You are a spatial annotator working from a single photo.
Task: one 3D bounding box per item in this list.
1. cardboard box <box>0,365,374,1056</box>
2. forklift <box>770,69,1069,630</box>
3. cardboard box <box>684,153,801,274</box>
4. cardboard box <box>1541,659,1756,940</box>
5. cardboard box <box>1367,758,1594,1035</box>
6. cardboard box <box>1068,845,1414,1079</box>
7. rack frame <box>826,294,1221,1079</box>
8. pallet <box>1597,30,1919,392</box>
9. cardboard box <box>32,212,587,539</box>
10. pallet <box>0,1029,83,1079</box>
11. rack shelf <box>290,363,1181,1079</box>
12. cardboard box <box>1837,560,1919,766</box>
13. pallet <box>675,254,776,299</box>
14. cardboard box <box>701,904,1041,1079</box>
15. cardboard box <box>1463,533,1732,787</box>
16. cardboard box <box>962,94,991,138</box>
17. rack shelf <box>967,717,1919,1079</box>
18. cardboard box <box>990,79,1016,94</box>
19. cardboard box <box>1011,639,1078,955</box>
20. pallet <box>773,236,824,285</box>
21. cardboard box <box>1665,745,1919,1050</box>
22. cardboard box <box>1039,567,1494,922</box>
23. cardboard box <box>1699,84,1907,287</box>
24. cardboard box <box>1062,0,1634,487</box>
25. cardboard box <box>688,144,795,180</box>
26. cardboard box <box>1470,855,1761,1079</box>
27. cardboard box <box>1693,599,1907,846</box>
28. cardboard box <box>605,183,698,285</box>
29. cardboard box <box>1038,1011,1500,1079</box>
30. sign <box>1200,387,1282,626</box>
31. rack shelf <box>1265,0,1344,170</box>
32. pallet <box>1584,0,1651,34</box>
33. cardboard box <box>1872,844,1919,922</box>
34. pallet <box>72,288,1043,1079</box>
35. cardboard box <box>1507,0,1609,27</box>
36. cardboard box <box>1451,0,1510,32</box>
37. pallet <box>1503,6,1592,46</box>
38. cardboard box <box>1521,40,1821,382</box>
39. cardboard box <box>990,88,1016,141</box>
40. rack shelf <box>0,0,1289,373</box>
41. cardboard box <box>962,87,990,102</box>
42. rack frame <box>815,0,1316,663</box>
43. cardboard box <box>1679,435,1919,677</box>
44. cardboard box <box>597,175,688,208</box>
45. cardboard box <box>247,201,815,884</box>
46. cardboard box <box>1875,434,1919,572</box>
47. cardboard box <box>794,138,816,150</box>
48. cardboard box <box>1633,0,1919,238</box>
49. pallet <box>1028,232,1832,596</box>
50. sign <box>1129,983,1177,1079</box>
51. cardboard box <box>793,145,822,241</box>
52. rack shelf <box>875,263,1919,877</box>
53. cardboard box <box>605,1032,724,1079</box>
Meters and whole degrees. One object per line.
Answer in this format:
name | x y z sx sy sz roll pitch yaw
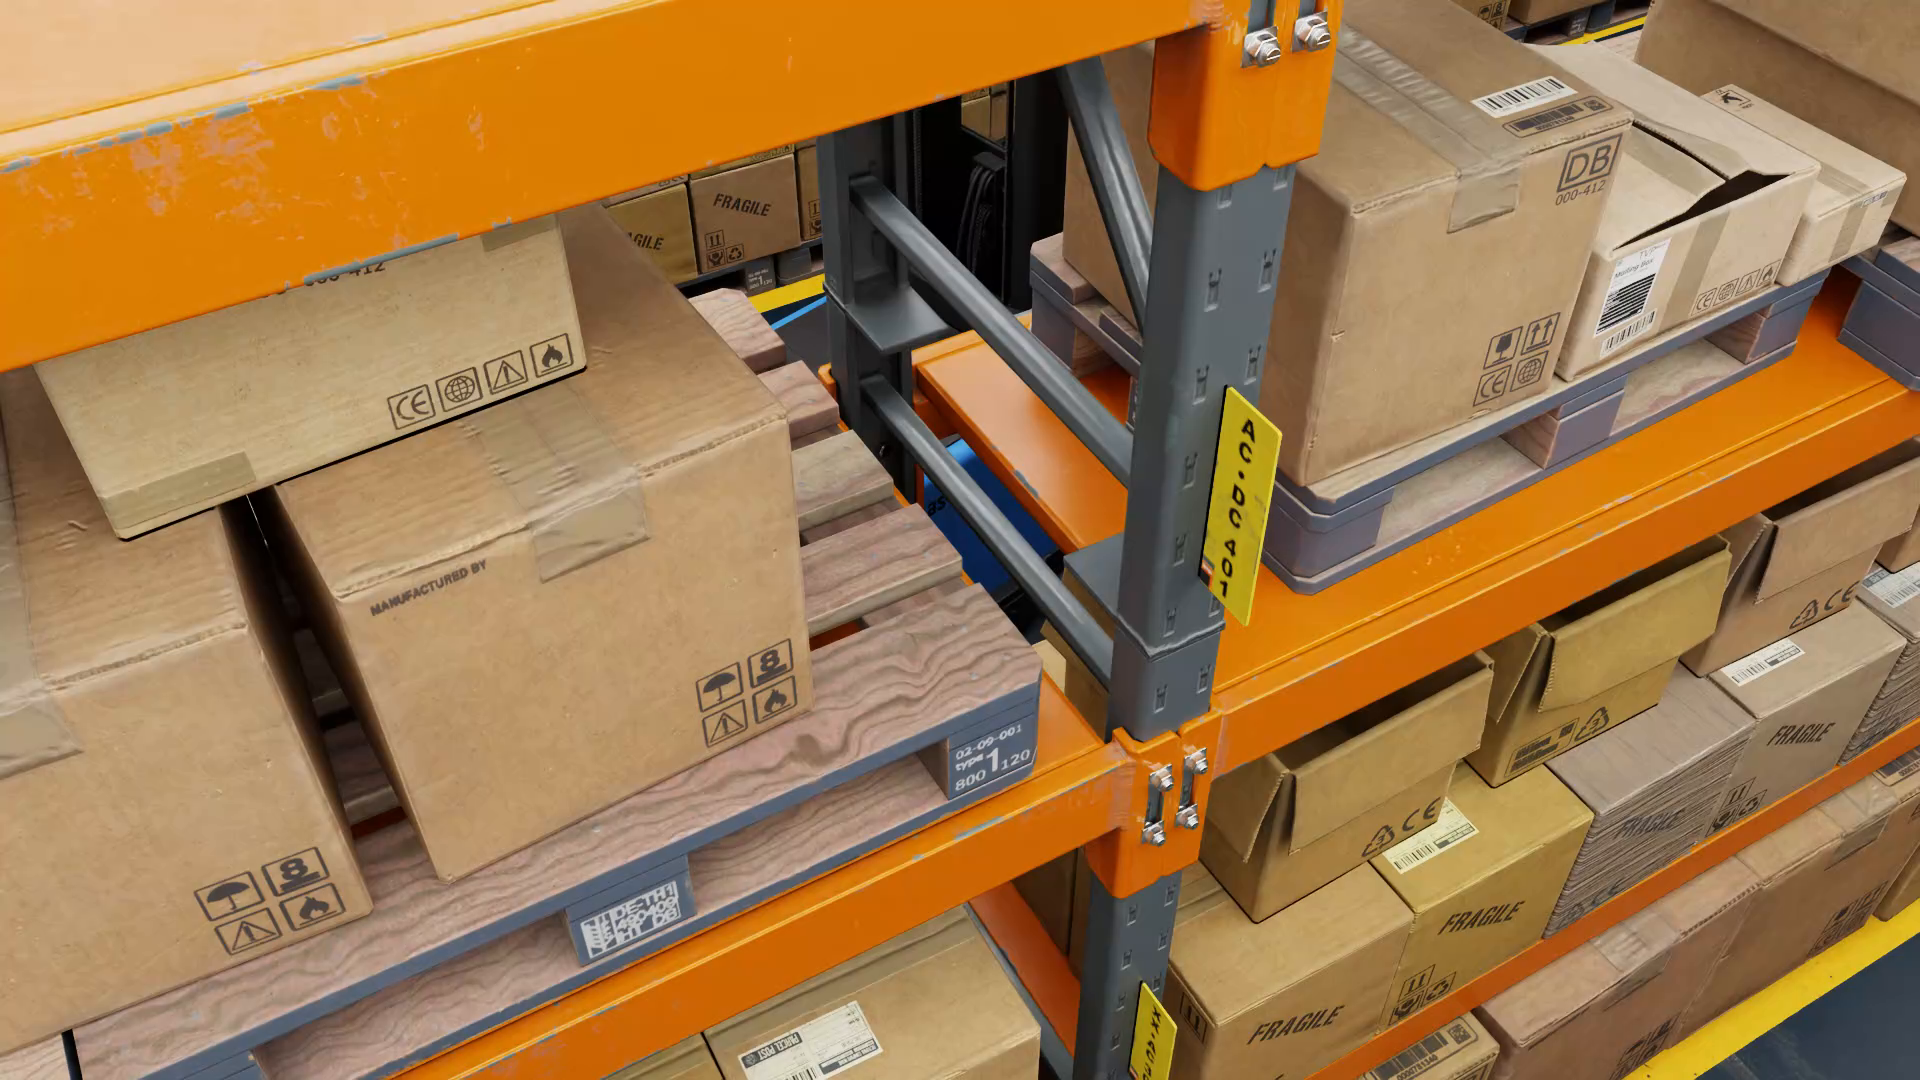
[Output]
cardboard box | -1.052 0.113 1.880 0.500 0.500 0.700 -19 47 -19
forklift | 0.450 -1.352 6.039 3.031 2.935 1.130 -34 53 -30
cardboard box | -1.087 -1.644 7.784 0.500 0.500 0.500 -20 48 -19
cardboard box | 1.458 0.528 3.981 0.500 0.500 0.500 -23 49 -22
cardboard box | 1.024 0.701 3.802 0.500 0.500 0.500 -22 48 -21
cardboard box | 0.589 0.876 3.622 0.500 0.500 0.500 -22 48 -21
rack frame | 0.065 0.921 3.648 0.127 3.000 1.000 -22 48 -21
pallet | 2.033 -0.831 3.434 1.213 0.211 1.003 -20 47 -19
cardboard box | -0.753 -0.325 1.794 0.500 0.250 0.500 -25 49 -23
pallet | -1.706 0.574 1.915 1.213 0.211 1.003 -22 48 -21
rack shelf | -1.669 0.796 2.139 4.000 0.370 1.077 -22 48 -21
cardboard box | 2.345 0.169 4.350 0.500 0.500 0.500 -23 49 -22
pallet | -1.644 -1.380 8.020 1.213 0.211 1.003 -22 48 -21
cardboard box | -0.200 0.919 3.004 0.500 0.500 0.500 -20 48 -20
cardboard box | 1.216 0.067 3.735 0.637 0.503 0.797 -21 48 -21
cardboard box | -0.193 -1.994 8.144 0.500 0.500 0.500 -24 49 -23
rack shelf | 1.799 0.485 4.613 4.000 0.370 1.077 -22 48 -21
cardboard box | 0.255 -2.443 8.068 0.500 0.250 0.500 -21 48 -20
cardboard box | 0.335 0.557 3.950 0.500 0.500 0.500 -22 48 -21
pallet | -0.585 -1.806 8.459 1.213 0.211 1.003 -22 48 -21
cardboard box | 2.148 0.676 5.124 0.875 0.875 1.225 -22 48 -21
cardboard box | 0.615 0.298 3.497 0.637 0.503 0.797 -23 49 -22
cardboard box | 1.431 -0.642 2.983 0.250 0.149 0.380 -24 49 -23
cardboard box | 0.563 -0.550 2.636 0.500 0.500 0.700 -21 48 -20
cardboard box | -1.085 -1.916 7.525 0.500 0.250 0.500 -21 48 -20
cardboard box | 1.385 0.988 4.803 0.875 0.875 1.225 -23 49 -22
cardboard box | 1.904 0.345 4.169 0.500 0.500 0.500 -21 48 -20
cardboard box | -1.545 -1.460 7.593 0.500 0.500 0.500 -20 48 -19
cardboard box | 0.610 1.298 4.483 0.875 0.875 1.225 -22 48 -21
sign | 0.343 -0.035 2.051 0.005 0.325 0.100 -22 48 -21
rack shelf | 1.799 -1.525 2.663 4.000 0.370 1.077 -22 48 -21
pallet | 3.987 -3.571 10.278 1.213 0.211 1.003 -22 48 -21
cardboard box | 2.925 0.371 5.438 0.875 0.875 1.225 -24 49 -23
pallet | -0.649 0.153 2.348 1.213 0.211 1.003 -22 48 -21
cardboard box | 3.287 -3.627 9.647 0.750 0.750 1.050 -22 48 -21
cardboard box | 2.479 -3.303 9.314 0.750 0.750 1.050 -21 48 -20
pallet | 2.928 -3.145 9.839 1.213 0.211 1.003 -22 48 -21
cardboard box | 1.061 -0.601 2.824 0.500 0.311 0.500 -23 49 -22
cardboard box | 0.258 -2.187 8.343 0.500 0.500 0.500 -20 48 -19
rack shelf | -1.669 -0.137 1.233 4.000 0.370 1.077 -22 48 -21
cardboard box | -0.193 -2.276 7.896 0.500 0.250 0.500 -21 48 -20
rack frame | 0.065 -1.232 1.558 0.127 3.000 1.000 -22 48 -21
cardboard box | 1.747 -0.158 3.967 0.637 0.503 0.797 -20 48 -20
cardboard box | -1.546 -1.729 7.333 0.500 0.250 0.500 -24 49 -23
cardboard box | -0.583 -0.071 2.070 0.500 0.500 0.700 -25 49 -23
cardboard box | 2.325 -0.395 4.211 0.637 0.503 0.797 -21 48 -20
cardboard box | -0.641 -2.090 7.704 0.500 0.250 0.500 -20 48 -19
cardboard box | 1.773 -1.010 3.107 0.637 0.503 0.797 -22 48 -21
pallet | 0.836 -0.435 3.028 1.217 0.209 0.805 -24 49 -22
sign | 0.343 0.916 2.974 0.005 0.325 0.100 -22 48 -21
cardboard box | -0.640 -1.834 7.979 0.500 0.500 0.500 -21 48 -20
rack shelf | 1.799 -0.592 3.569 4.000 0.370 1.077 -22 48 -21
cardboard box | -0.637 1.091 2.828 0.500 0.500 0.500 -21 48 -21
